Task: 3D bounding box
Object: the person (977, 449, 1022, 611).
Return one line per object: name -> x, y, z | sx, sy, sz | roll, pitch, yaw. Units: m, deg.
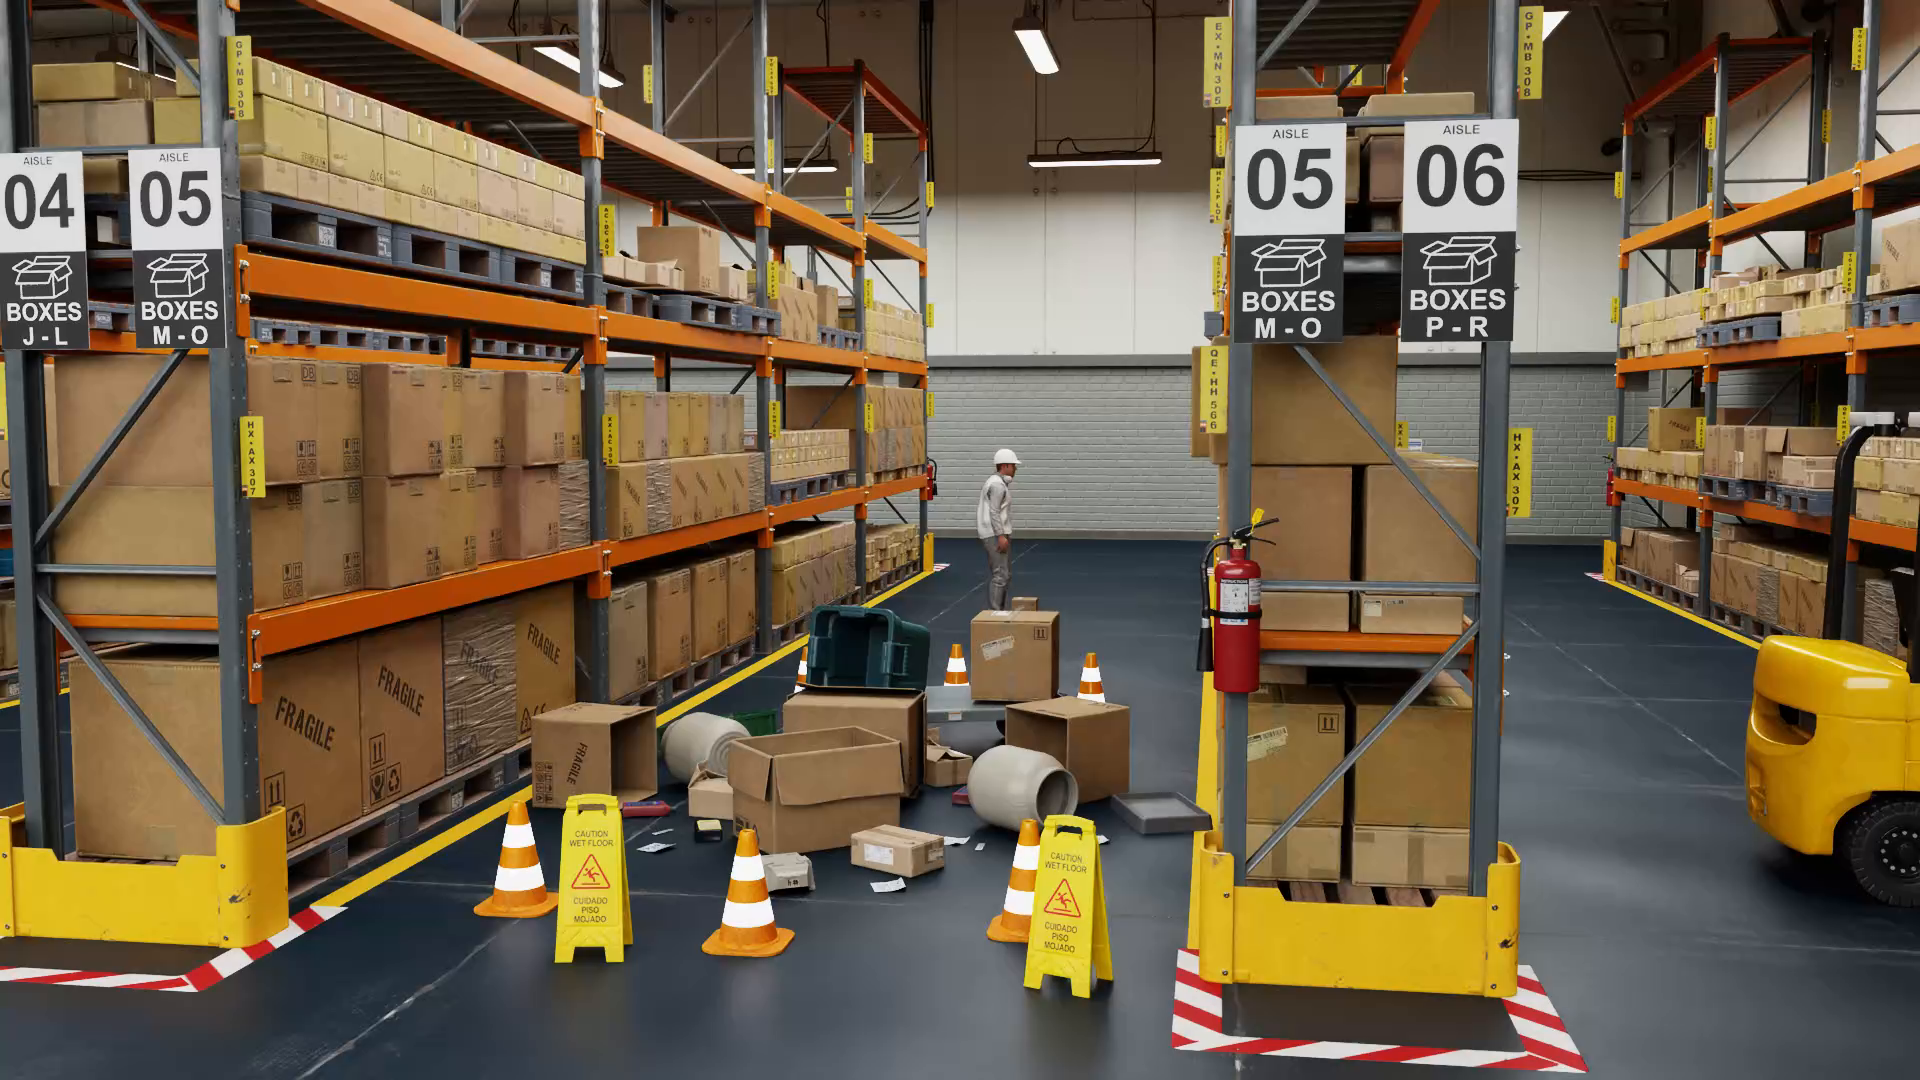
person -> 0.403, -0.039, 16.949 | 0.457, 1.773, 0.593 | 0, 4, 6
